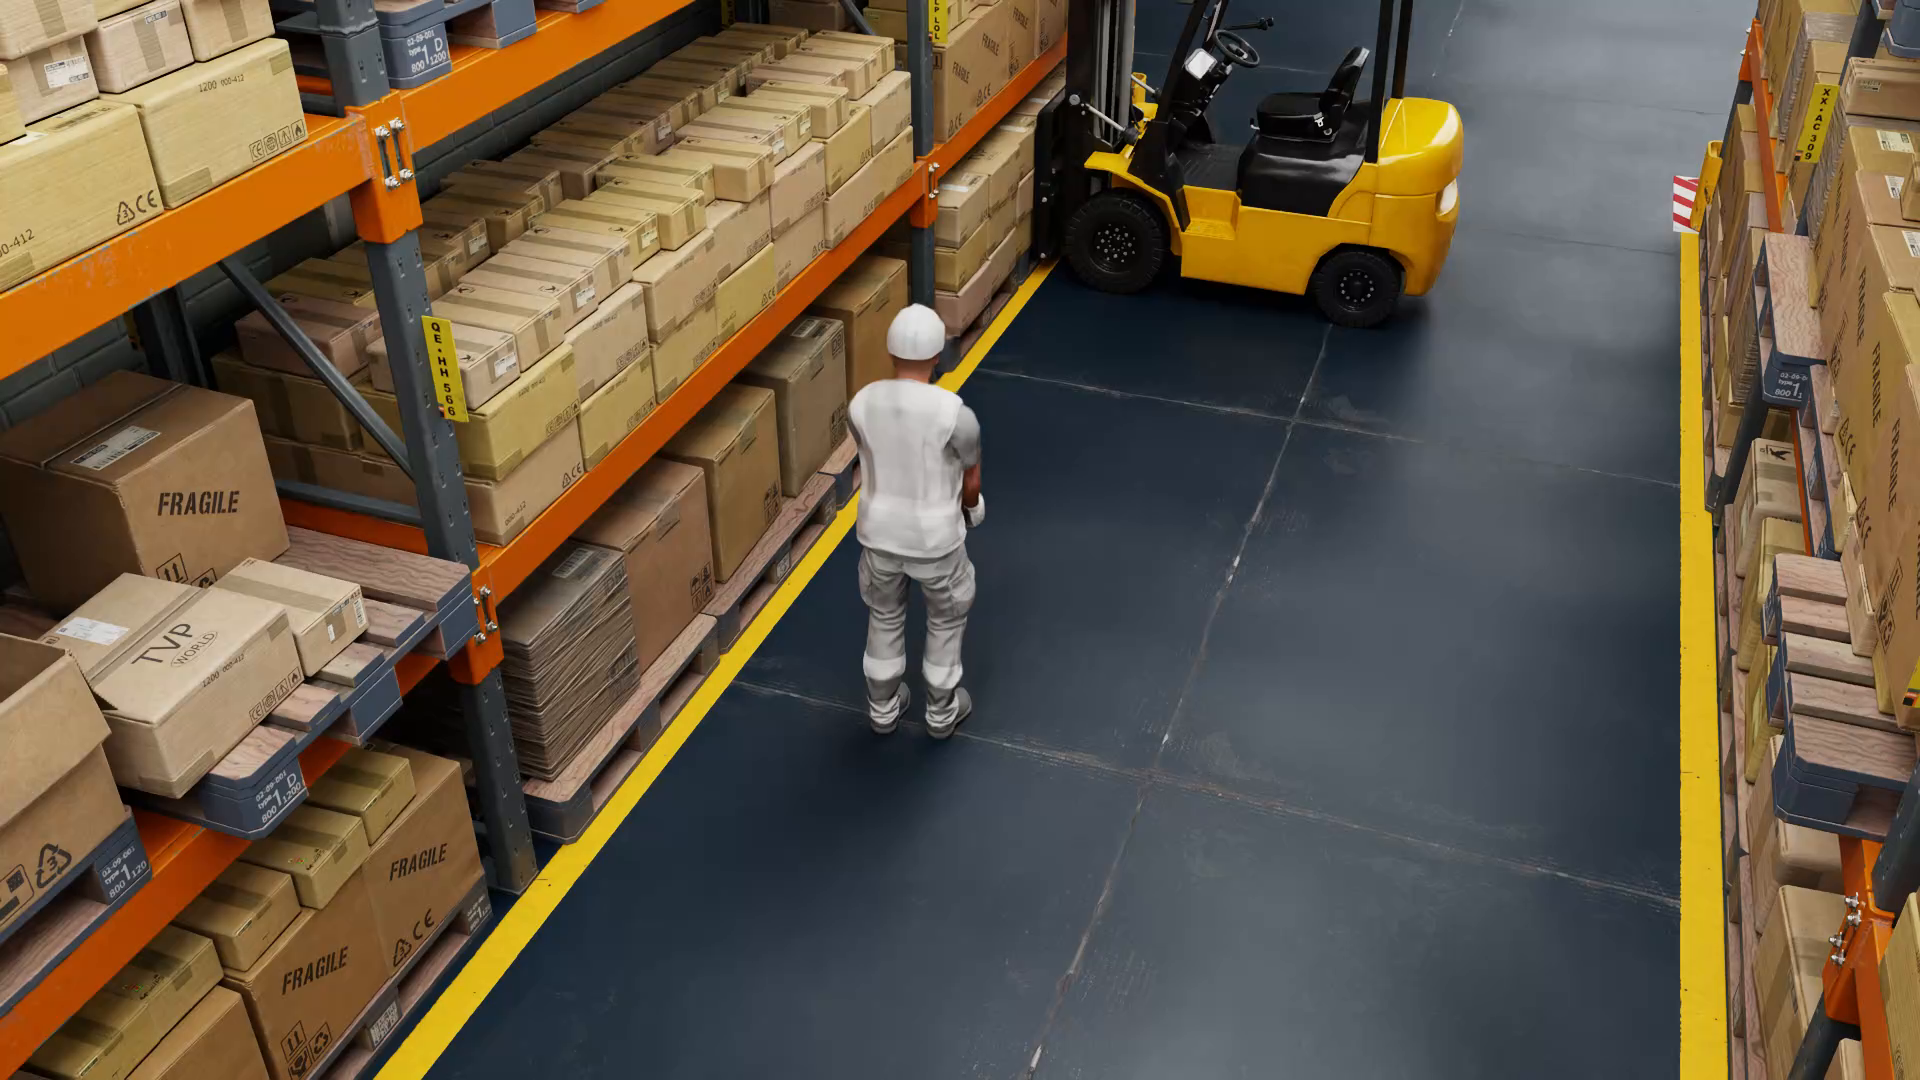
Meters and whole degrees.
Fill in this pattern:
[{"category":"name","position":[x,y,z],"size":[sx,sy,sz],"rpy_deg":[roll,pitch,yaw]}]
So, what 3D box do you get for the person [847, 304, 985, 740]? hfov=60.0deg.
[{"category":"person","position":[-0.152,-0.060,6.223],"size":[0.491,1.773,0.576],"rpy_deg":[10,34,16]}]
